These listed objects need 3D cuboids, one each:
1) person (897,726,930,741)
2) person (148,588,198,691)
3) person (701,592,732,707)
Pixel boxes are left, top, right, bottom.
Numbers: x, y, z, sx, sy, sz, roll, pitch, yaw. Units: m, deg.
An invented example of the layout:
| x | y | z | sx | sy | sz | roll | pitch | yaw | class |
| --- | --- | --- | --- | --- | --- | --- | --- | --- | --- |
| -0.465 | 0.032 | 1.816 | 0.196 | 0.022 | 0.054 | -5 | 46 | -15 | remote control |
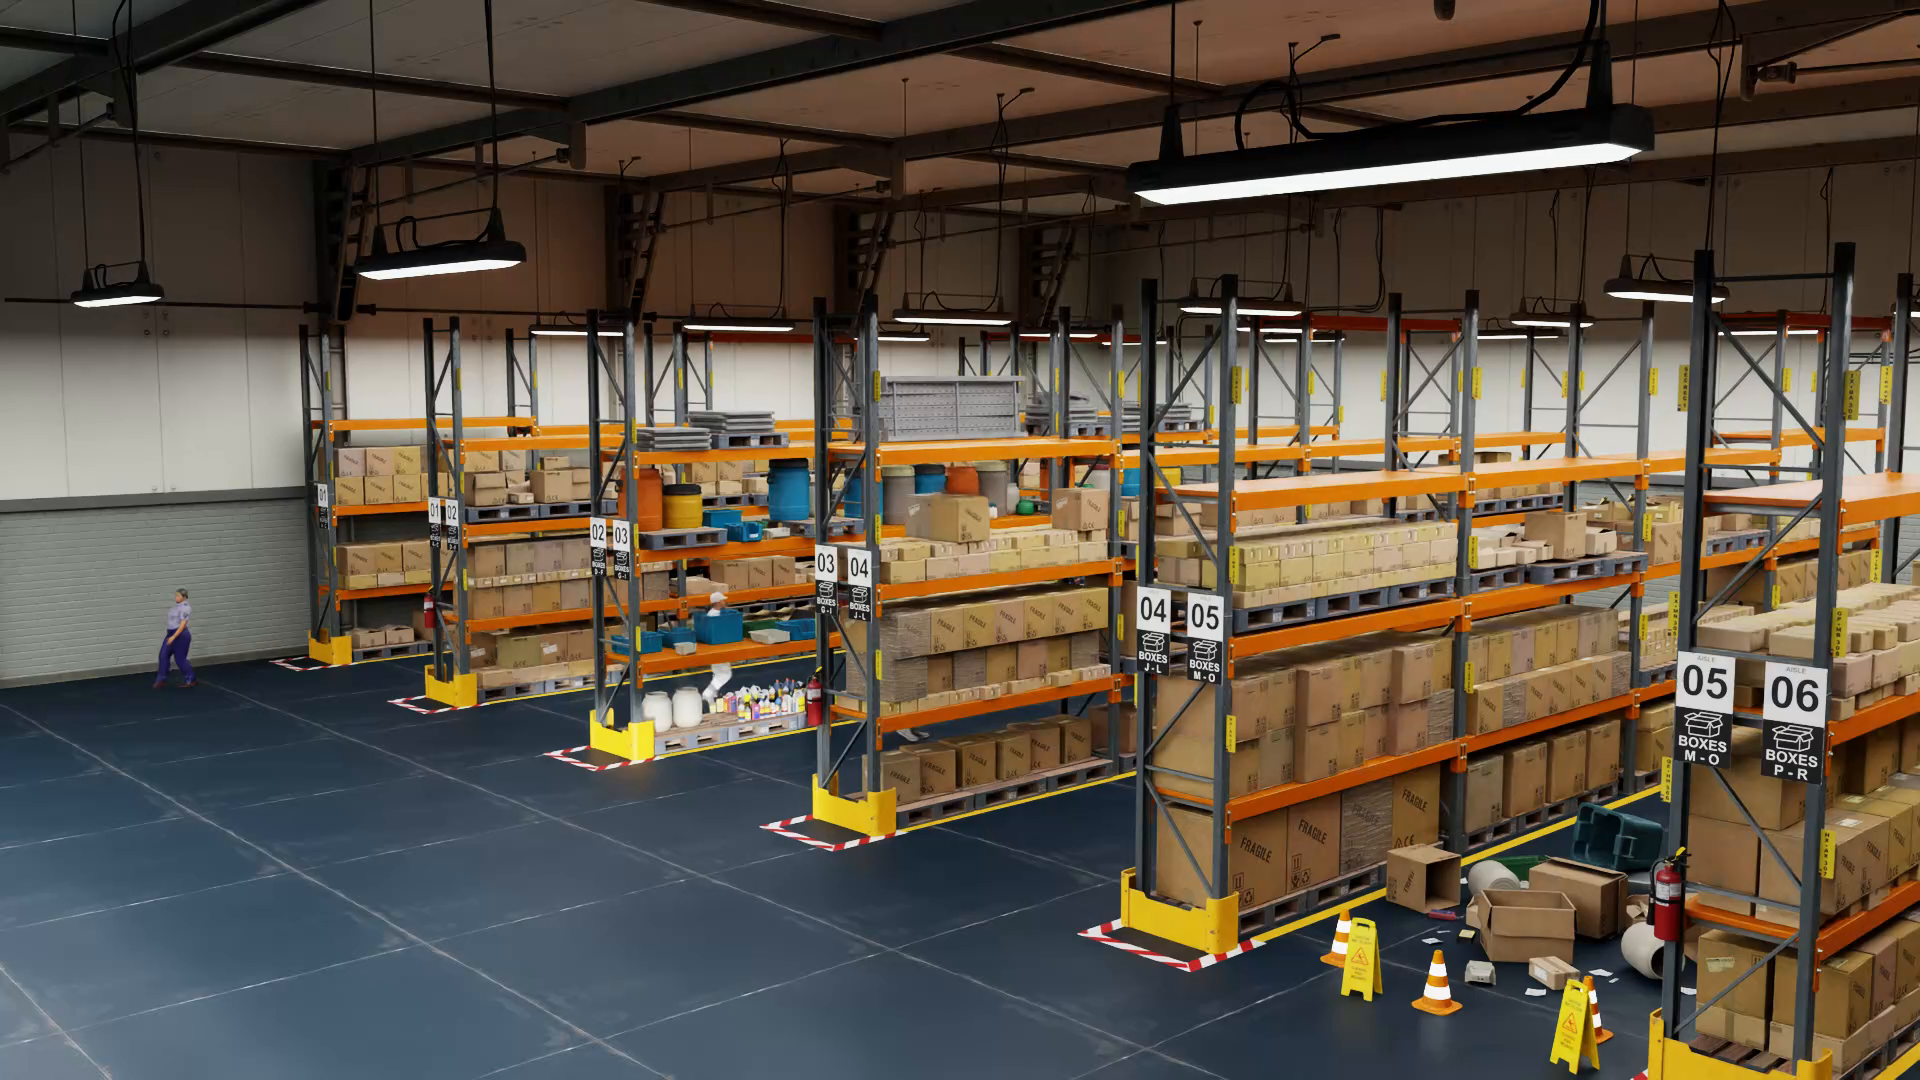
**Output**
| x | y | z | sx | sy | sz | roll | pitch | yaw | class |
| --- | --- | --- | --- | --- | --- | --- | --- | --- | --- |
| -0.656 | 1.941 | 23.324 | 0.529 | 1.756 | 0.573 | -2 | 6 | -15 | person |
| -12.876 | 1.629 | 27.135 | 0.498 | 1.664 | 0.693 | 5 | 8 | 43 | person |
| -3.795 | 1.690 | 25.567 | 0.537 | 1.768 | 0.582 | -4 | 7 | -33 | person |
